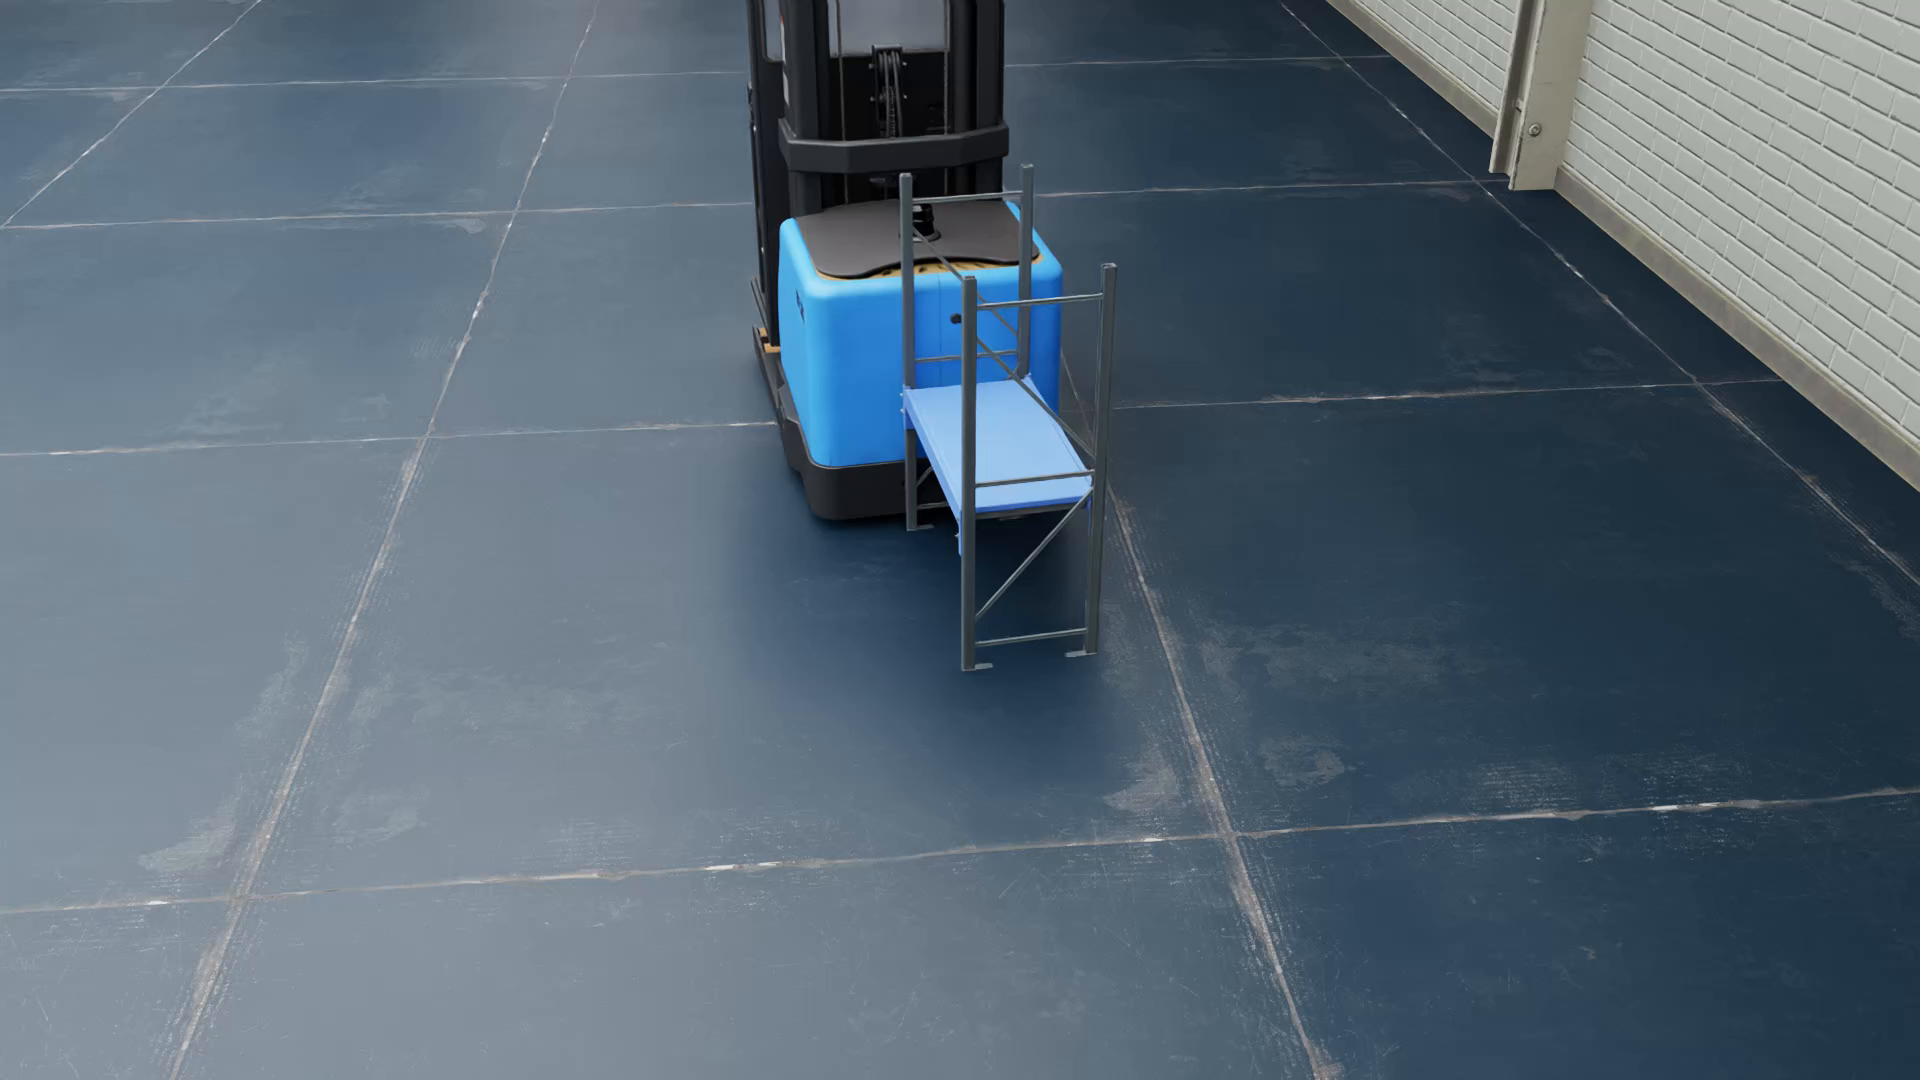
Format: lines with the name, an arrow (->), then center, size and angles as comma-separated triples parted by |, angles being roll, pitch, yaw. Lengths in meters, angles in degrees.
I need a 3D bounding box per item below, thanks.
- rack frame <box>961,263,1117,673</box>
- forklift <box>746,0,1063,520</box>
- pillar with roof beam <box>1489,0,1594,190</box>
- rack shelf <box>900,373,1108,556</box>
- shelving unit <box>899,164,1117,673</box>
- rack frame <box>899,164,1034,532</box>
rack frame -> 0.252, -0.203, 5.628 | 0.500, 1.500, 0.032 | -7, 31, -11
forklift -> -0.406, -2.081, 7.377 | 1.130, 2.935, 3.031 | -7, 31, -11
pillar with roof beam -> -0.696, -5.956, 7.947 | 9.100, 9.000, 0.400 | -3, 31, -5
rack shelf -> 0.139, -0.303, 6.146 | 0.538, 0.185, 1.000 | -7, 31, -11
shelving unit -> 0.139, -0.458, 6.053 | 0.538, 1.500, 1.048 | -7, 31, -11
rack frame -> 0.026, -0.712, 6.479 | 0.500, 1.500, 0.032 | -7, 31, -11
